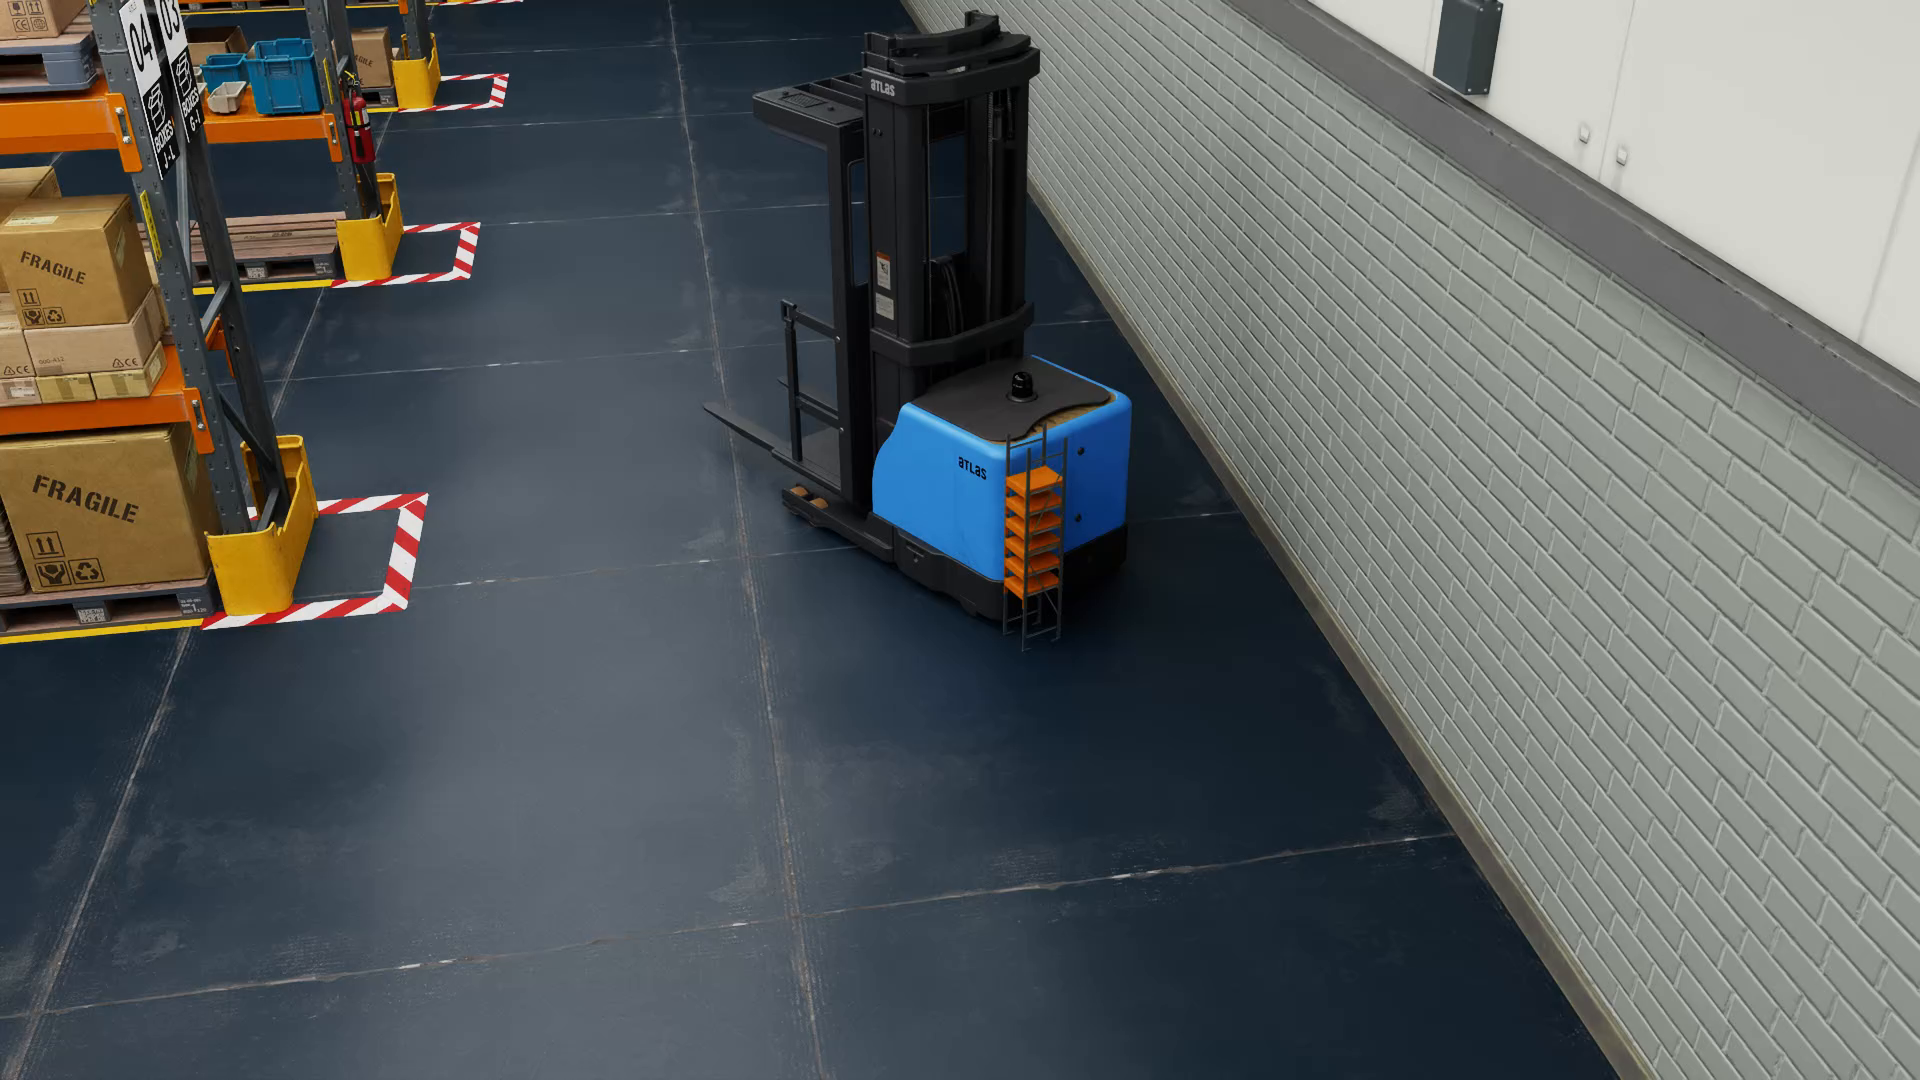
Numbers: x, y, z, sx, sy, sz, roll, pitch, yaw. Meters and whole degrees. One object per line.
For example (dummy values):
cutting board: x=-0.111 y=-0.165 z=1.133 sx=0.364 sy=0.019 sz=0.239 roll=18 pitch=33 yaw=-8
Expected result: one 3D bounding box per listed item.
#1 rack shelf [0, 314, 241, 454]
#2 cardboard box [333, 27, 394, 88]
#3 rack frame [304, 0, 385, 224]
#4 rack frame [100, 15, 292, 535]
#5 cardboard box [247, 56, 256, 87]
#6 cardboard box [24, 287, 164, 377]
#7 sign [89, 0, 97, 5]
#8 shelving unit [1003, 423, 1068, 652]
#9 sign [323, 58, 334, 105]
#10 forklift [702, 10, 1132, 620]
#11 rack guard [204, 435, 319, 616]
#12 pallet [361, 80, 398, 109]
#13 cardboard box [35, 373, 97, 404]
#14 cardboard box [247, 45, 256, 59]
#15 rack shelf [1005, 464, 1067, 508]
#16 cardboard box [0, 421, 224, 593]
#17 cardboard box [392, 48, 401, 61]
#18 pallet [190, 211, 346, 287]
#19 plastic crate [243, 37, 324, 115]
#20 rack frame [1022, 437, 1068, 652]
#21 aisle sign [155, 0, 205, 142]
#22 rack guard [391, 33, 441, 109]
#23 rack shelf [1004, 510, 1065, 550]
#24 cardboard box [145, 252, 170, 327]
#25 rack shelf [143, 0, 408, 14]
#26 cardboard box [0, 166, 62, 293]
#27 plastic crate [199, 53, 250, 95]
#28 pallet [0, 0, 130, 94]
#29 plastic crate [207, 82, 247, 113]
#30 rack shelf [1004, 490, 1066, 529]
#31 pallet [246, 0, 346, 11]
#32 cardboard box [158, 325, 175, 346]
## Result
rack shelf: x=-5.930 y=-0.684 z=8.664 sx=4.000 sy=0.370 sz=1.077 roll=-5 pitch=31 yaw=-9
cardboard box: x=-6.233 y=-5.056 z=17.422 sx=0.500 sy=0.500 sz=0.500 roll=-5 pitch=31 yaw=-9
rack frame: x=-4.855 y=-3.646 z=12.992 sx=0.127 sy=3.000 sz=1.000 roll=-5 pitch=31 yaw=-9
rack frame: x=-3.962 y=-1.177 z=8.792 sx=0.127 sy=3.000 sz=1.000 roll=-5 pitch=31 yaw=-9
cardboard box: x=-7.173 y=-4.877 z=17.363 sx=0.500 sy=0.250 sz=0.500 roll=-5 pitch=31 yaw=-9
cardboard box: x=-4.391 y=-1.064 z=8.455 sx=0.500 sy=0.250 sz=0.500 roll=-6 pitch=31 yaw=-10
sign: x=-3.878 y=-2.546 z=7.365 sx=0.005 sy=0.325 sz=0.100 roll=-5 pitch=31 yaw=-9
shelving unit: x=0.383 y=-0.001 z=8.568 sx=0.258 sy=1.200 sz=0.189 roll=-17 pitch=35 yaw=-27
sign: x=-4.739 y=-3.444 z=12.487 sx=0.005 sy=0.325 sz=0.100 roll=-5 pitch=31 yaw=-9
forklift: x=-0.418 y=-1.497 z=9.405 sx=1.130 sy=2.935 sz=3.031 roll=-25 pitch=38 yaw=-35
rack guard: x=-3.939 y=-0.102 z=9.430 sx=0.348 sy=0.500 sz=1.175 roll=-5 pitch=31 yaw=-9
pallet: x=-6.602 y=-4.834 z=17.763 sx=1.213 sy=0.211 sz=1.003 roll=-5 pitch=31 yaw=-9
cardboard box: x=-4.509 y=-0.847 z=8.480 sx=0.250 sy=0.149 sz=0.380 roll=-5 pitch=31 yaw=-8
cardboard box: x=-7.313 y=-5.121 z=17.779 sx=0.500 sy=0.250 sz=0.500 roll=-5 pitch=31 yaw=-9
rack shelf: x=0.383 y=-0.273 z=8.408 sx=0.258 sy=0.103 sz=0.180 roll=-17 pitch=35 yaw=-27
cardboard box: x=-4.578 y=-0.344 z=9.057 sx=0.875 sy=0.875 sz=0.875 roll=-5 pitch=31 yaw=-9
cardboard box: x=-6.217 y=-5.210 z=18.030 sx=0.250 sy=0.149 sz=0.380 roll=-5 pitch=31 yaw=-9
pallet: x=-5.673 y=-2.388 z=13.604 sx=1.213 sy=0.211 sz=1.003 roll=-5 pitch=31 yaw=-9
plastic crate: x=-5.150 y=-3.564 z=12.758 sx=0.499 sy=0.435 sz=0.616 roll=-5 pitch=31 yaw=-9
rack frame: x=0.431 y=0.039 z=8.501 sx=0.240 sy=1.200 sz=0.006 roll=-17 pitch=35 yaw=-27
aisle sign: x=-3.946 y=-2.454 z=8.399 sx=0.004 sy=0.787 sz=0.394 roll=-5 pitch=31 yaw=-9
rack guard: x=-5.818 y=-5.032 z=17.815 sx=0.348 sy=0.500 sz=1.175 roll=-5 pitch=31 yaw=-9
rack shelf: x=0.383 y=-0.066 z=8.530 sx=0.258 sy=0.103 sz=0.180 roll=-17 pitch=35 yaw=-27
cardboard box: x=-4.483 y=-1.331 z=8.909 sx=0.500 sy=0.250 sz=0.500 roll=-6 pitch=31 yaw=-10
rack shelf: x=-7.710 y=-5.624 z=17.065 sx=4.000 sy=0.370 sz=1.077 roll=-5 pitch=31 yaw=-9
cardboard box: x=-4.975 y=-1.609 z=8.642 sx=0.500 sy=0.500 sz=0.500 roll=-6 pitch=31 yaw=-10
plastic crate: x=-5.804 y=-3.682 z=13.158 sx=0.300 sy=0.233 sz=0.416 roll=-5 pitch=31 yaw=-9
pallet: x=-4.690 y=-2.359 z=7.930 sx=1.213 sy=0.211 sz=1.003 roll=-5 pitch=31 yaw=-9
plastic crate: x=-5.624 y=-3.394 z=12.764 sx=0.243 sy=0.136 sz=0.396 roll=-5 pitch=31 yaw=-9
rack shelf: x=0.383 y=-0.169 z=8.469 sx=0.258 sy=0.103 sz=0.180 roll=-17 pitch=35 yaw=-27
pallet: x=-8.609 y=-7.162 z=21.722 sx=1.213 sy=0.211 sz=1.003 roll=-5 pitch=31 yaw=-9
cardboard box: x=-4.371 y=-1.201 z=9.081 sx=0.250 sy=0.149 sz=0.380 roll=-5 pitch=31 yaw=-8
